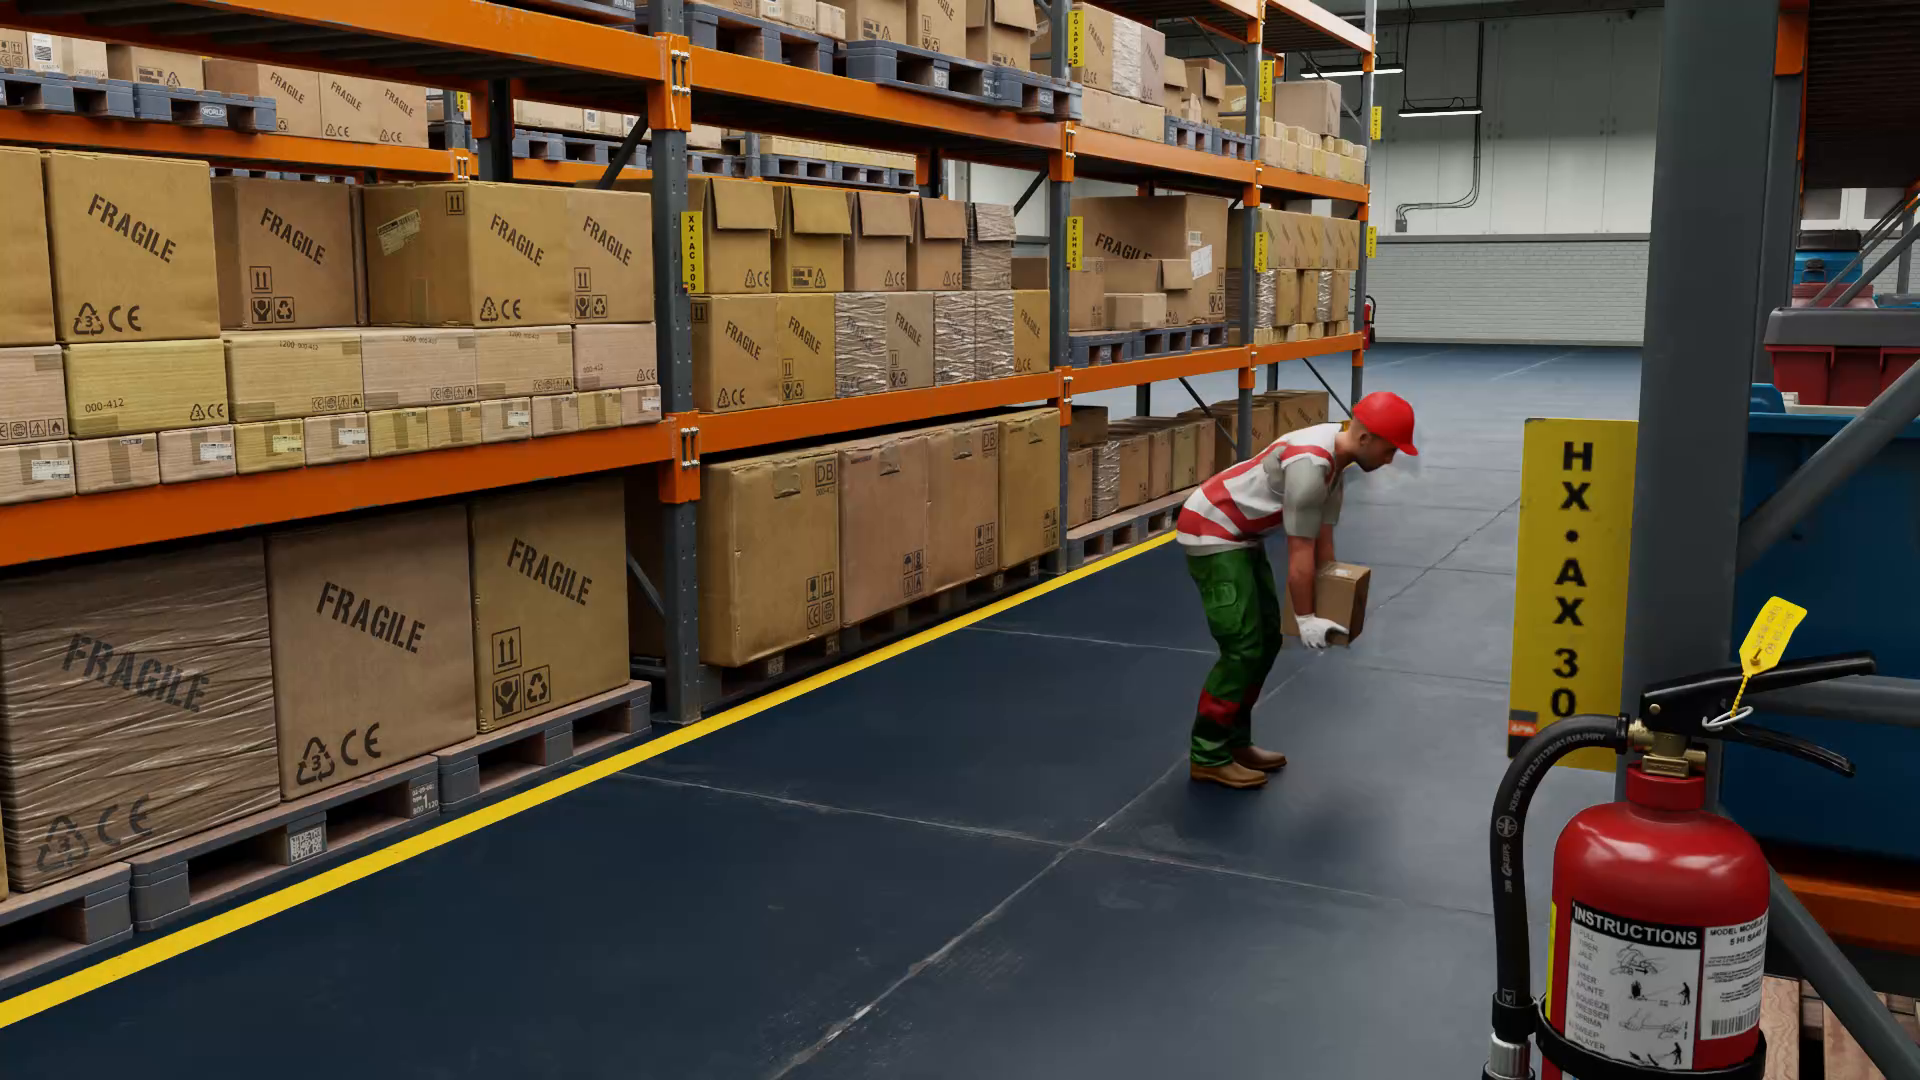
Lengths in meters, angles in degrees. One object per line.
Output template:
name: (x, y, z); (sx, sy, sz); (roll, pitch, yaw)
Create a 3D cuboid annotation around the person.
person: (1.232, 0.178, 6.161); (0.858, 1.472, 0.484); (4, 10, 25)
